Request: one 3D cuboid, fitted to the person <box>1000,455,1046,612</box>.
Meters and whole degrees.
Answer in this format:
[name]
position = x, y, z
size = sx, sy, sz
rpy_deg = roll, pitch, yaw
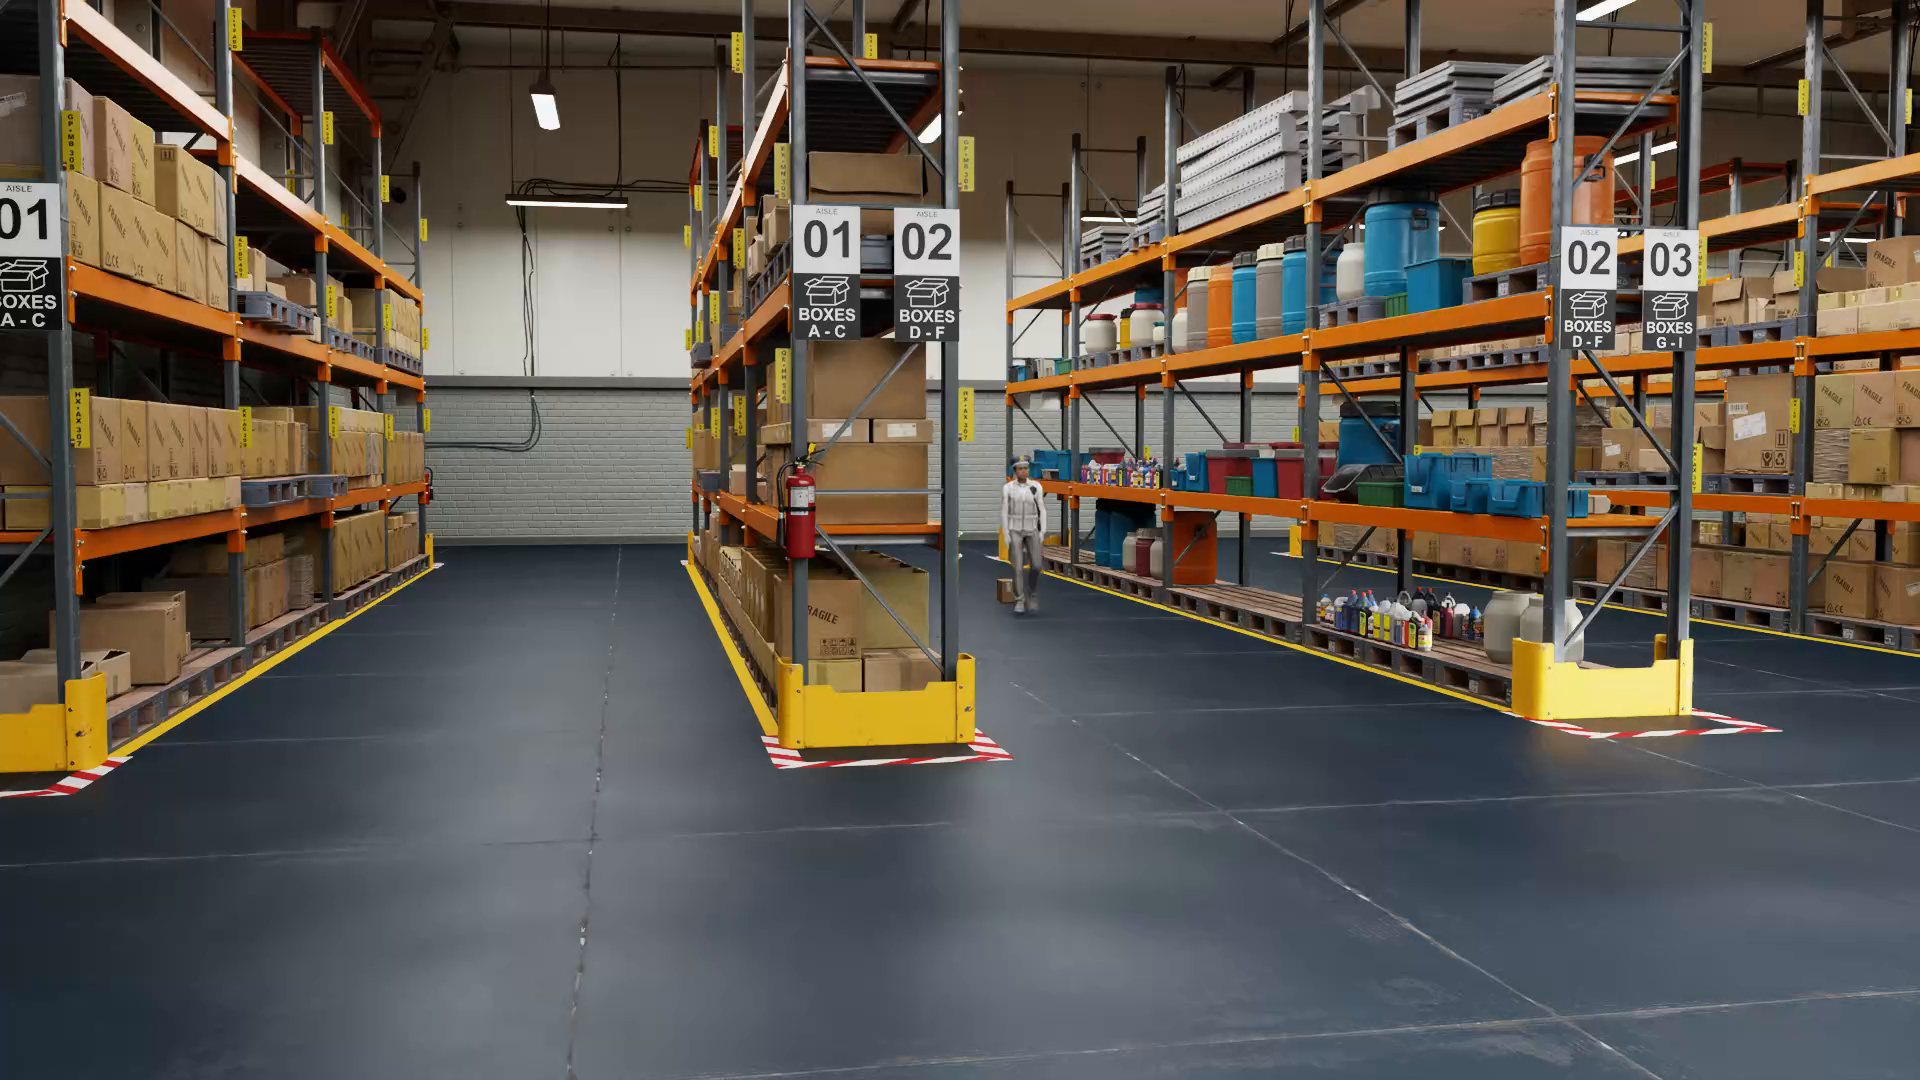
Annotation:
[person]
position = 0.676, -0.066, 17.708
size = 0.492, 1.687, 0.424
rpy_deg = 0, 3, -1
